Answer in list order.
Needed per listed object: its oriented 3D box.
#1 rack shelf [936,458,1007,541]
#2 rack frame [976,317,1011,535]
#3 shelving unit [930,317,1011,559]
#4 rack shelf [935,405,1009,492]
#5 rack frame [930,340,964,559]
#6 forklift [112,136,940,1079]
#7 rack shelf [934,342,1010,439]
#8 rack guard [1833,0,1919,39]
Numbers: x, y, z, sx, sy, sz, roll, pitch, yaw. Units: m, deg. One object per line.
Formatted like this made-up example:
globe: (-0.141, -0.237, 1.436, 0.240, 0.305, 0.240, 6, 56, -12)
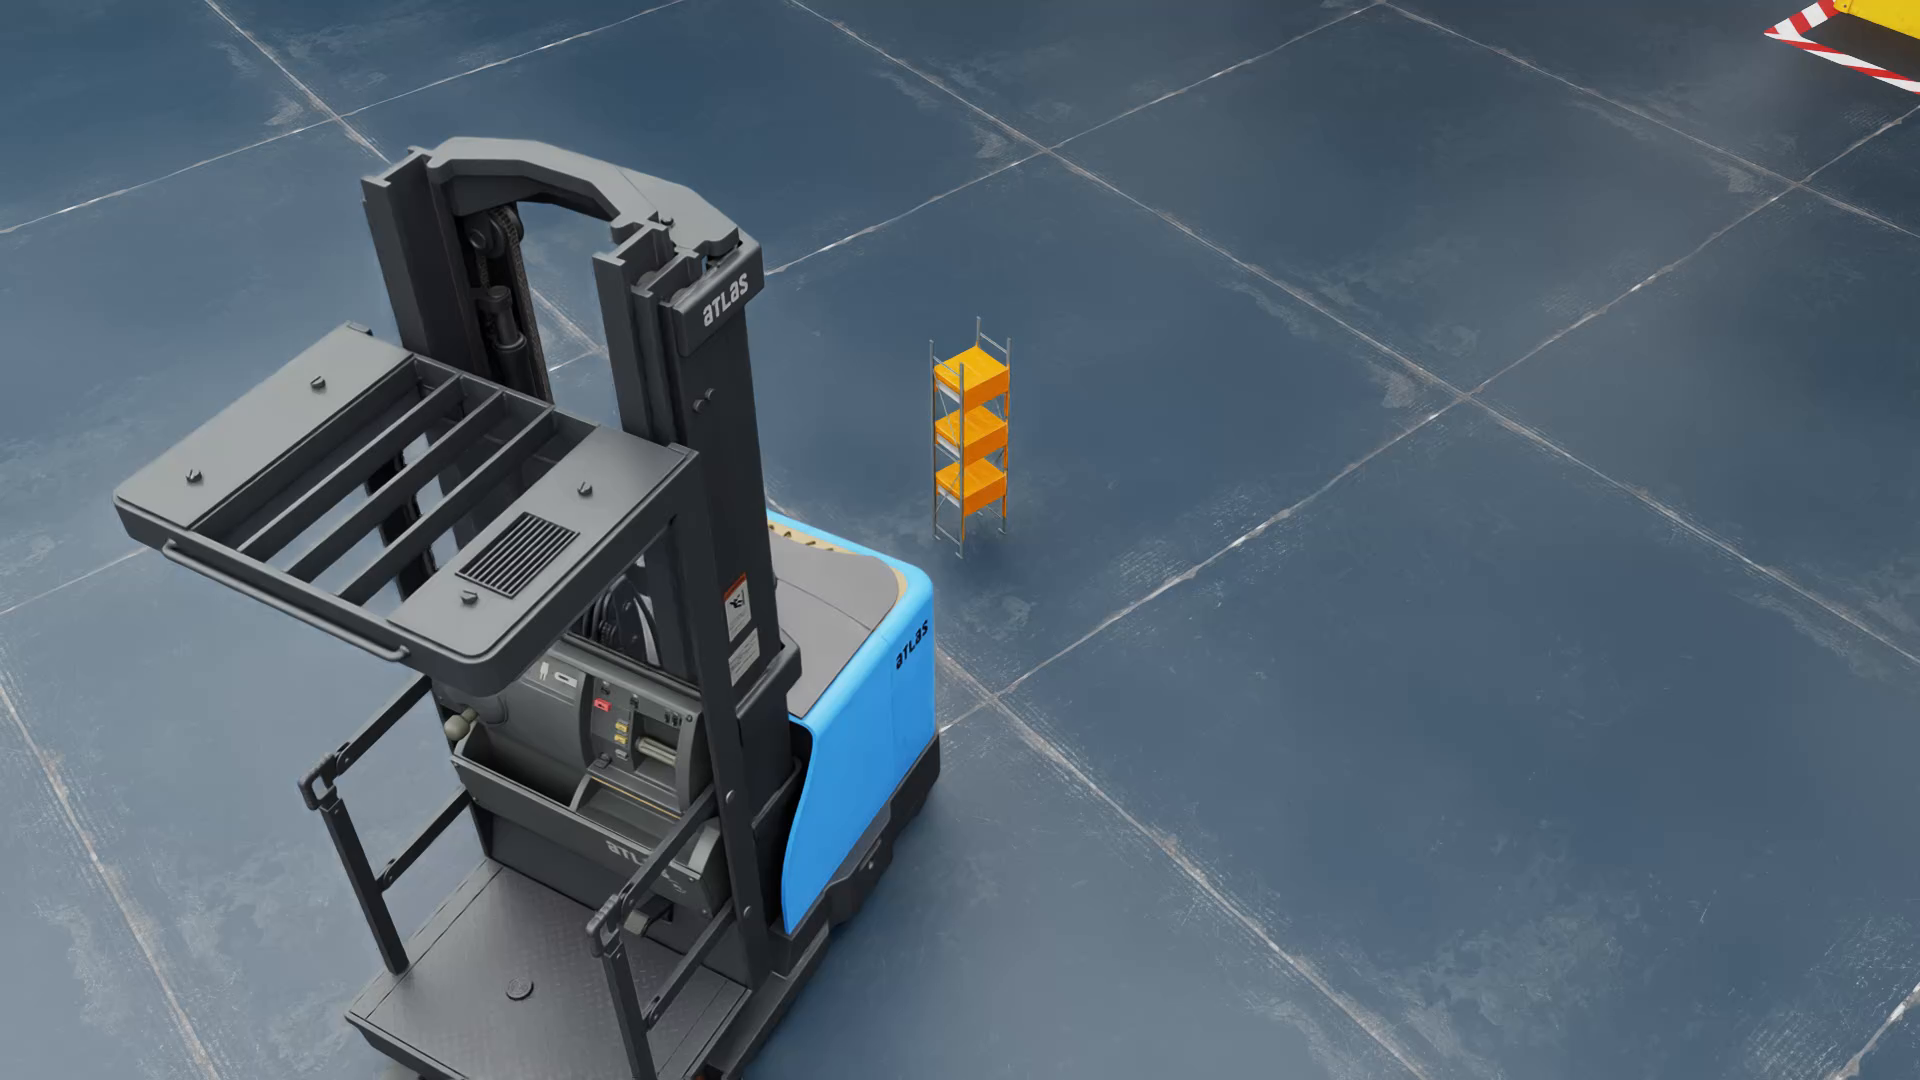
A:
rack shelf: (0.041, -0.196, 7.113, 0.240, 0.259, 0.215, -30, 51, -28)
rack frame: (0.135, -0.460, 6.973, 0.008, 1.050, 0.200, -30, 51, -28)
shelving unit: (0.041, -0.406, 6.916, 0.252, 1.050, 0.215, -30, 51, -28)
rack shelf: (0.041, -0.398, 6.923, 0.240, 0.259, 0.215, -30, 51, -28)
rack frame: (-0.053, -0.353, 6.859, 0.008, 1.050, 0.200, -30, 51, -28)
forklift: (-1.222, 0.552, 4.521, 1.130, 2.935, 3.031, 20, 47, 20)
rack shelf: (0.041, -0.605, 6.729, 0.240, 0.259, 0.215, -30, 51, -28)
rack guard: (6.261, -3.479, 10.589, 0.348, 0.500, 1.175, -30, 51, -28)
